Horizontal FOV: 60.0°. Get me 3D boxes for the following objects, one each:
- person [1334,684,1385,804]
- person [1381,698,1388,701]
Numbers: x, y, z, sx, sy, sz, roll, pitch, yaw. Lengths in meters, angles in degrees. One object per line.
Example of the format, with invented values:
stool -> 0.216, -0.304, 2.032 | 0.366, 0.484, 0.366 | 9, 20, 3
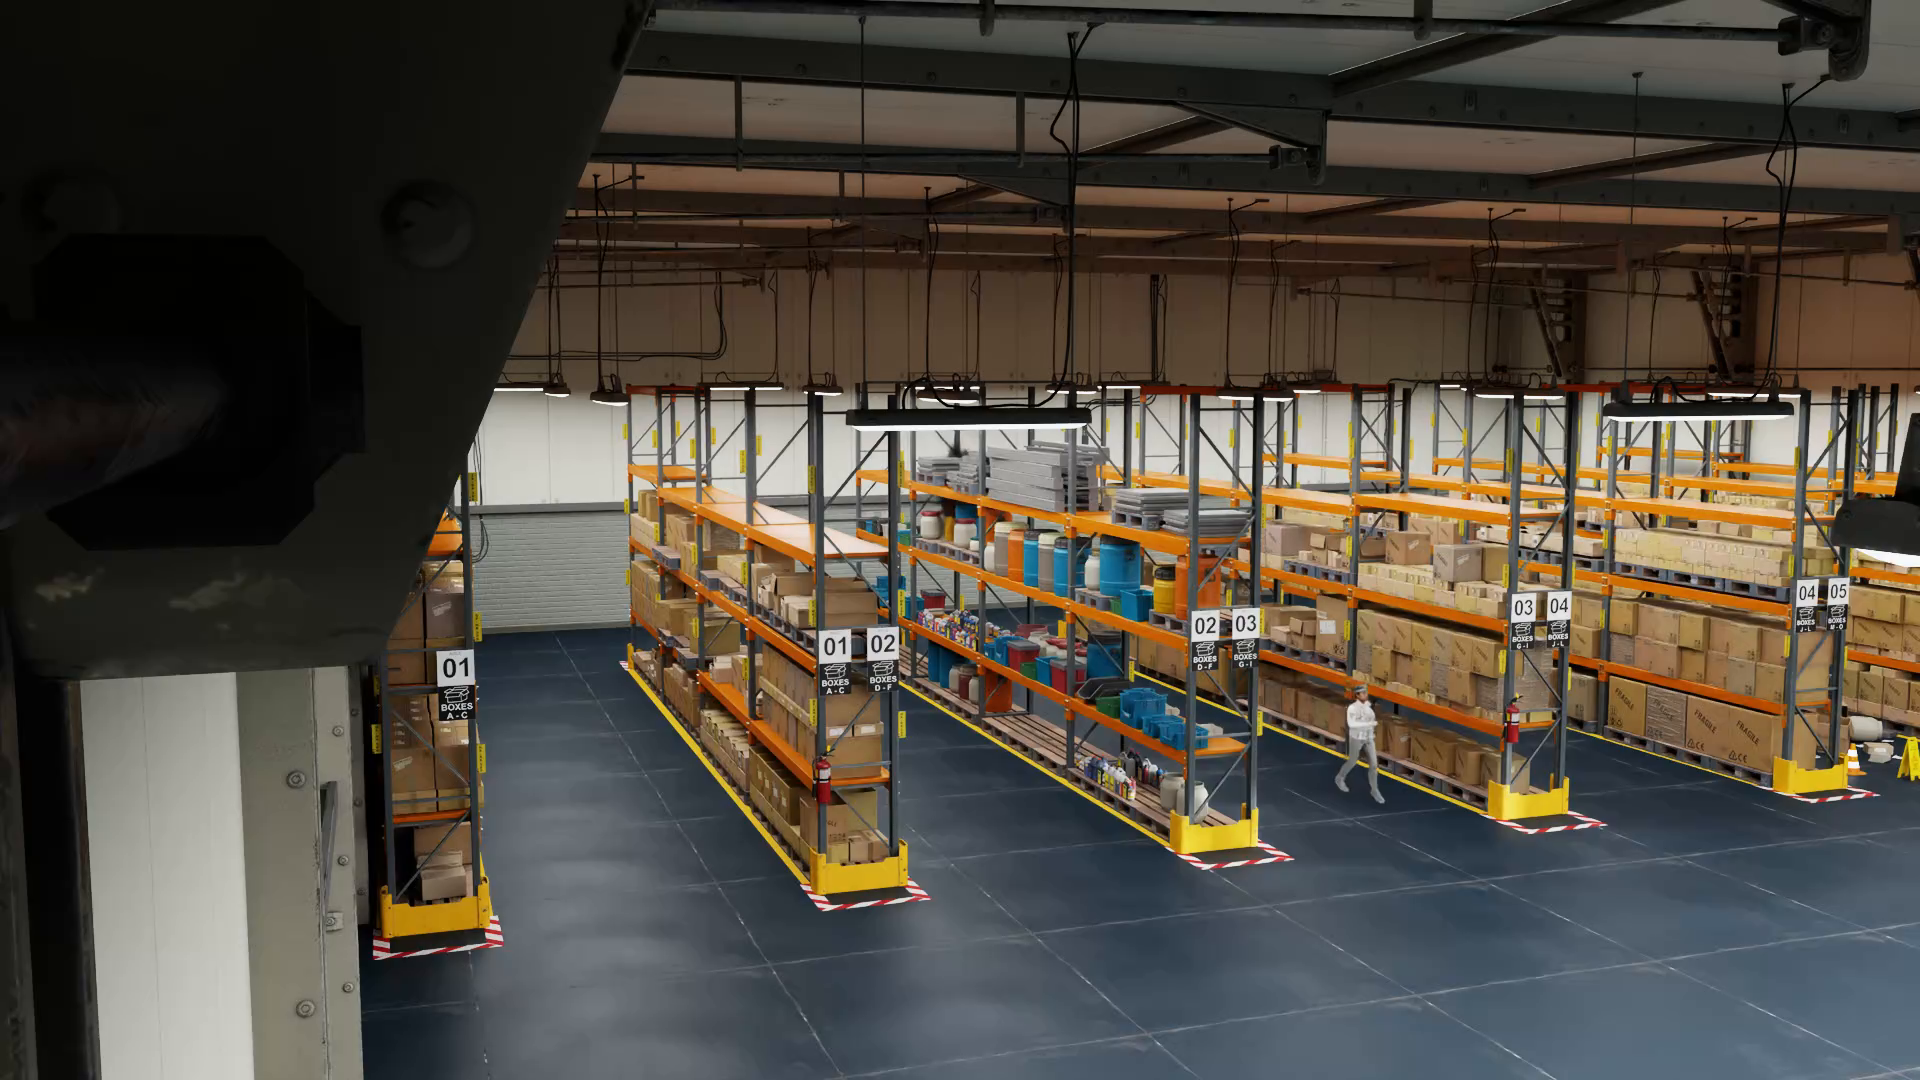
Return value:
person -> 5.904, 2.947, 24.461 | 0.598, 1.715, 0.863 | -3, 7, -29
person -> 7.939, 2.146, 32.032 | 0.663, 1.818, 0.914 | -2, 6, -19
